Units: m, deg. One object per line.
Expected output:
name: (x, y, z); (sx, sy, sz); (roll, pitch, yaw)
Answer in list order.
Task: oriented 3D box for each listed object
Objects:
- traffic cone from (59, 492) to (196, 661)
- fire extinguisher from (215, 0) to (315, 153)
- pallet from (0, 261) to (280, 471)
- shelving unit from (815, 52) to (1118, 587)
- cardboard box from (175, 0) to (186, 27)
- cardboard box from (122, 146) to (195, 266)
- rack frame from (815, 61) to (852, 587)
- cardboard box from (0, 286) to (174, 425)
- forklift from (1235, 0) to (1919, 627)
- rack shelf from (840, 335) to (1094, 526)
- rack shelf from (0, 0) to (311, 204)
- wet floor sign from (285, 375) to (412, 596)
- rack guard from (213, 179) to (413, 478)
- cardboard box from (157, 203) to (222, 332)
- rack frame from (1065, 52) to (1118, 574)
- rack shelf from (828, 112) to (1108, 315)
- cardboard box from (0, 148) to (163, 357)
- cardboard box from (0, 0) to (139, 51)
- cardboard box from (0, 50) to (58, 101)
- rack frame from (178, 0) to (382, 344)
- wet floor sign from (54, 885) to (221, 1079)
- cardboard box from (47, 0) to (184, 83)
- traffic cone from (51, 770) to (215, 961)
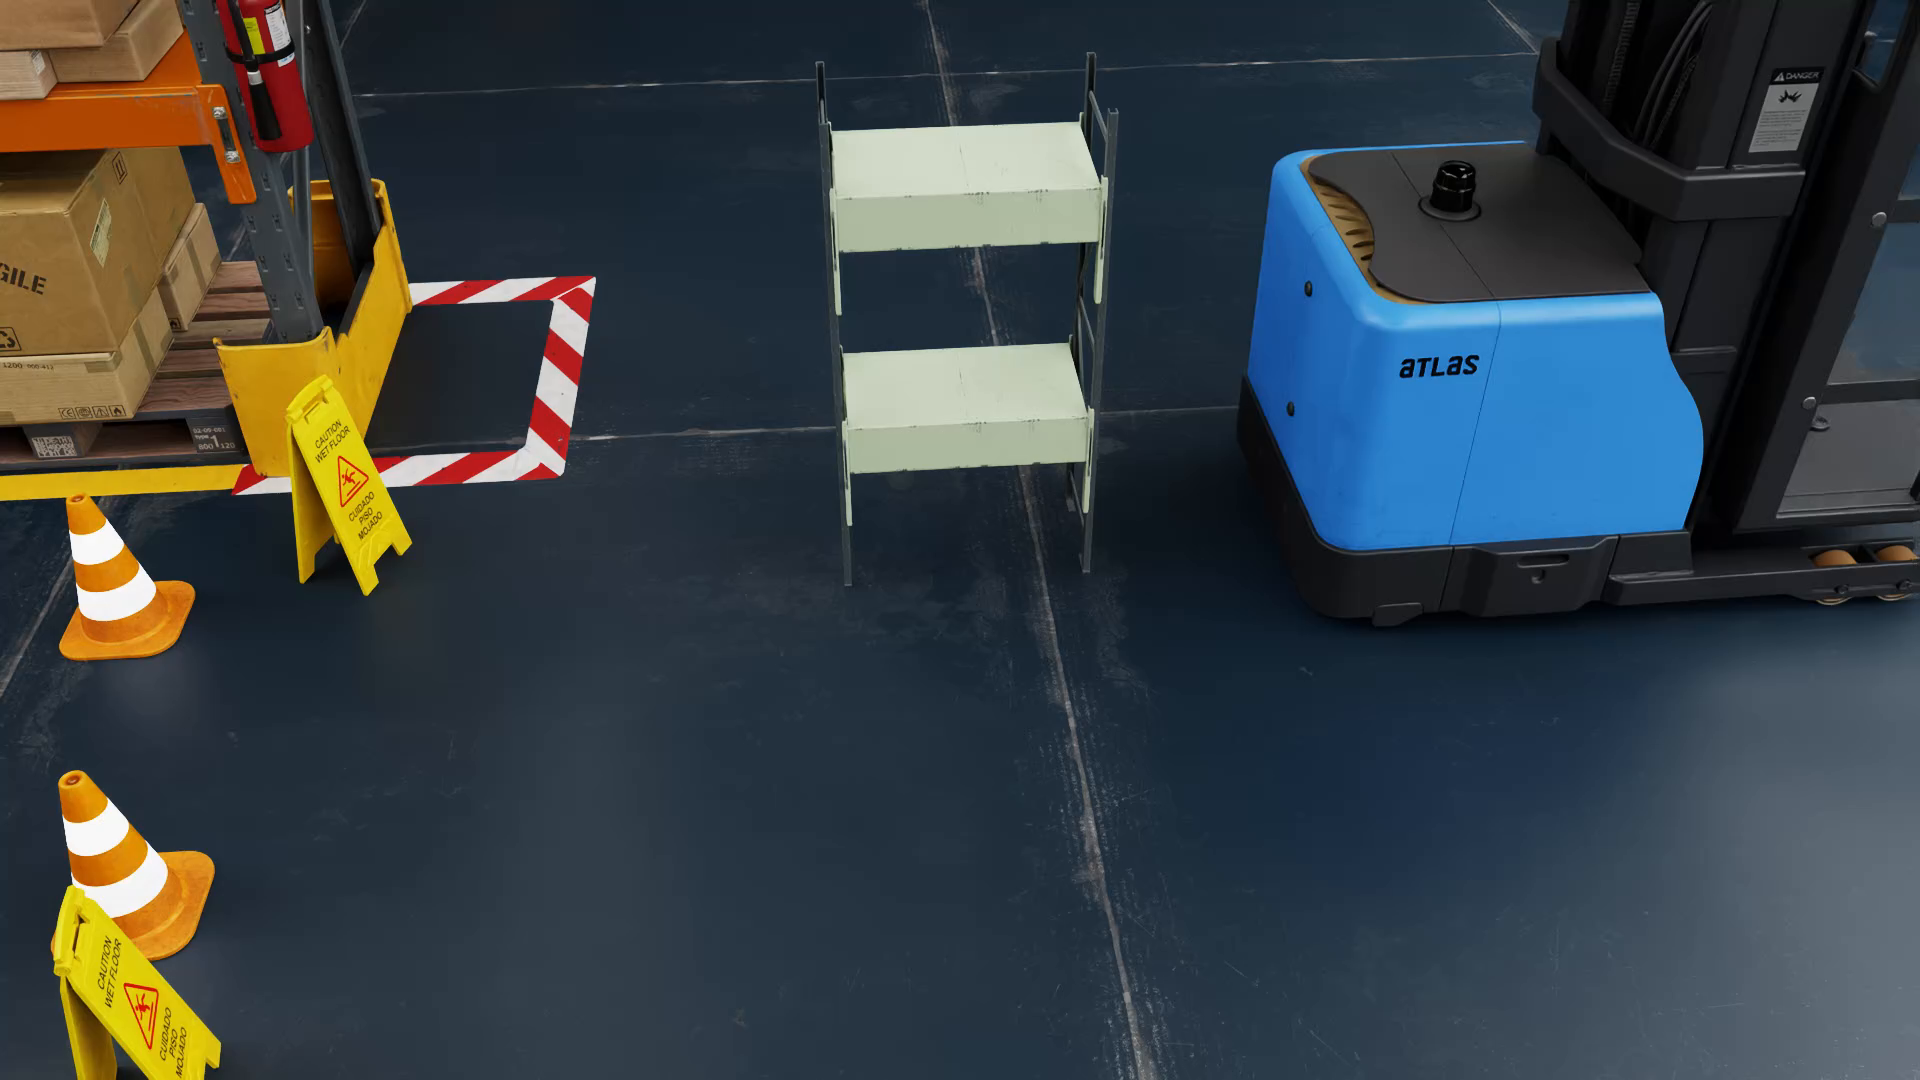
traffic cone: (-2.469, 0.061, 4.800); (0.334, 0.463, 0.336); (-3, 38, -4)
fire extinguisher: (-2.000, -1.446, 4.724); (0.183, 0.674, 0.296); (-3, 38, -4)
pallet: (-3.043, -0.633, 5.882); (1.213, 0.211, 1.003); (-3, 38, -4)
shelving unit: (0.007, -0.589, 4.786); (0.755, 1.500, 0.431); (-3, 38, -4)
cardboard box: (-2.512, -1.765, 5.269); (0.250, 0.149, 0.380); (-3, 38, -4)
cardboard box: (-3.006, -1.259, 5.700); (0.500, 0.500, 0.500); (-4, 38, -5)
rack frame: (-0.358, -0.569, 4.760); (0.023, 1.500, 0.400); (-3, 38, -4)
cardboard box: (-2.960, -0.629, 5.506); (0.500, 0.250, 0.500); (-3, 38, -4)
forklift: (2.476, -1.279, 4.505); (3.031, 2.935, 1.130); (-4, 38, -5)
rack shelf: (0.007, -0.333, 4.988); (0.720, 0.370, 0.431); (-3, 38, -4)
rack shelf: (-4.147, -1.363, 5.136); (4.000, 0.370, 1.077); (-3, 38, -4)
wet floor sign: (-1.871, -0.181, 4.958); (0.232, 0.644, 0.267); (9, 39, 12)
rack guard: (-2.231, -0.769, 5.821); (0.348, 0.500, 1.175); (-3, 38, -4)
cardboard box: (-2.983, -0.967, 5.934); (0.500, 0.250, 0.500); (-3, 38, -4)
rack frame: (0.371, -0.609, 4.811); (0.023, 1.500, 0.400); (-3, 38, -4)
rack shelf: (0.007, -0.896, 4.544); (0.720, 0.370, 0.431); (-3, 38, -4)
cardboard box: (-2.930, -0.930, 5.282); (0.500, 0.500, 0.500); (-3, 38, -4)
cardboard box: (-2.671, -1.711, 4.676); (0.500, 0.500, 0.500); (-4, 38, -5)
cardboard box: (-2.751, -1.421, 4.833); (0.250, 0.149, 0.380); (-4, 38, -5)
rack frame: (-2.155, -1.755, 5.052); (0.127, 3.000, 1.000); (-3, 38, -4)
wet floor sign: (-1.762, 0.995, 3.468); (0.232, 0.644, 0.267); (-9, 39, -12)
cardboard box: (-2.508, -1.504, 4.937); (0.250, 0.149, 0.380); (-2, 38, -2)
traffic cone: (-2.032, 0.727, 3.955); (0.334, 0.463, 0.336); (-3, 38, -4)
